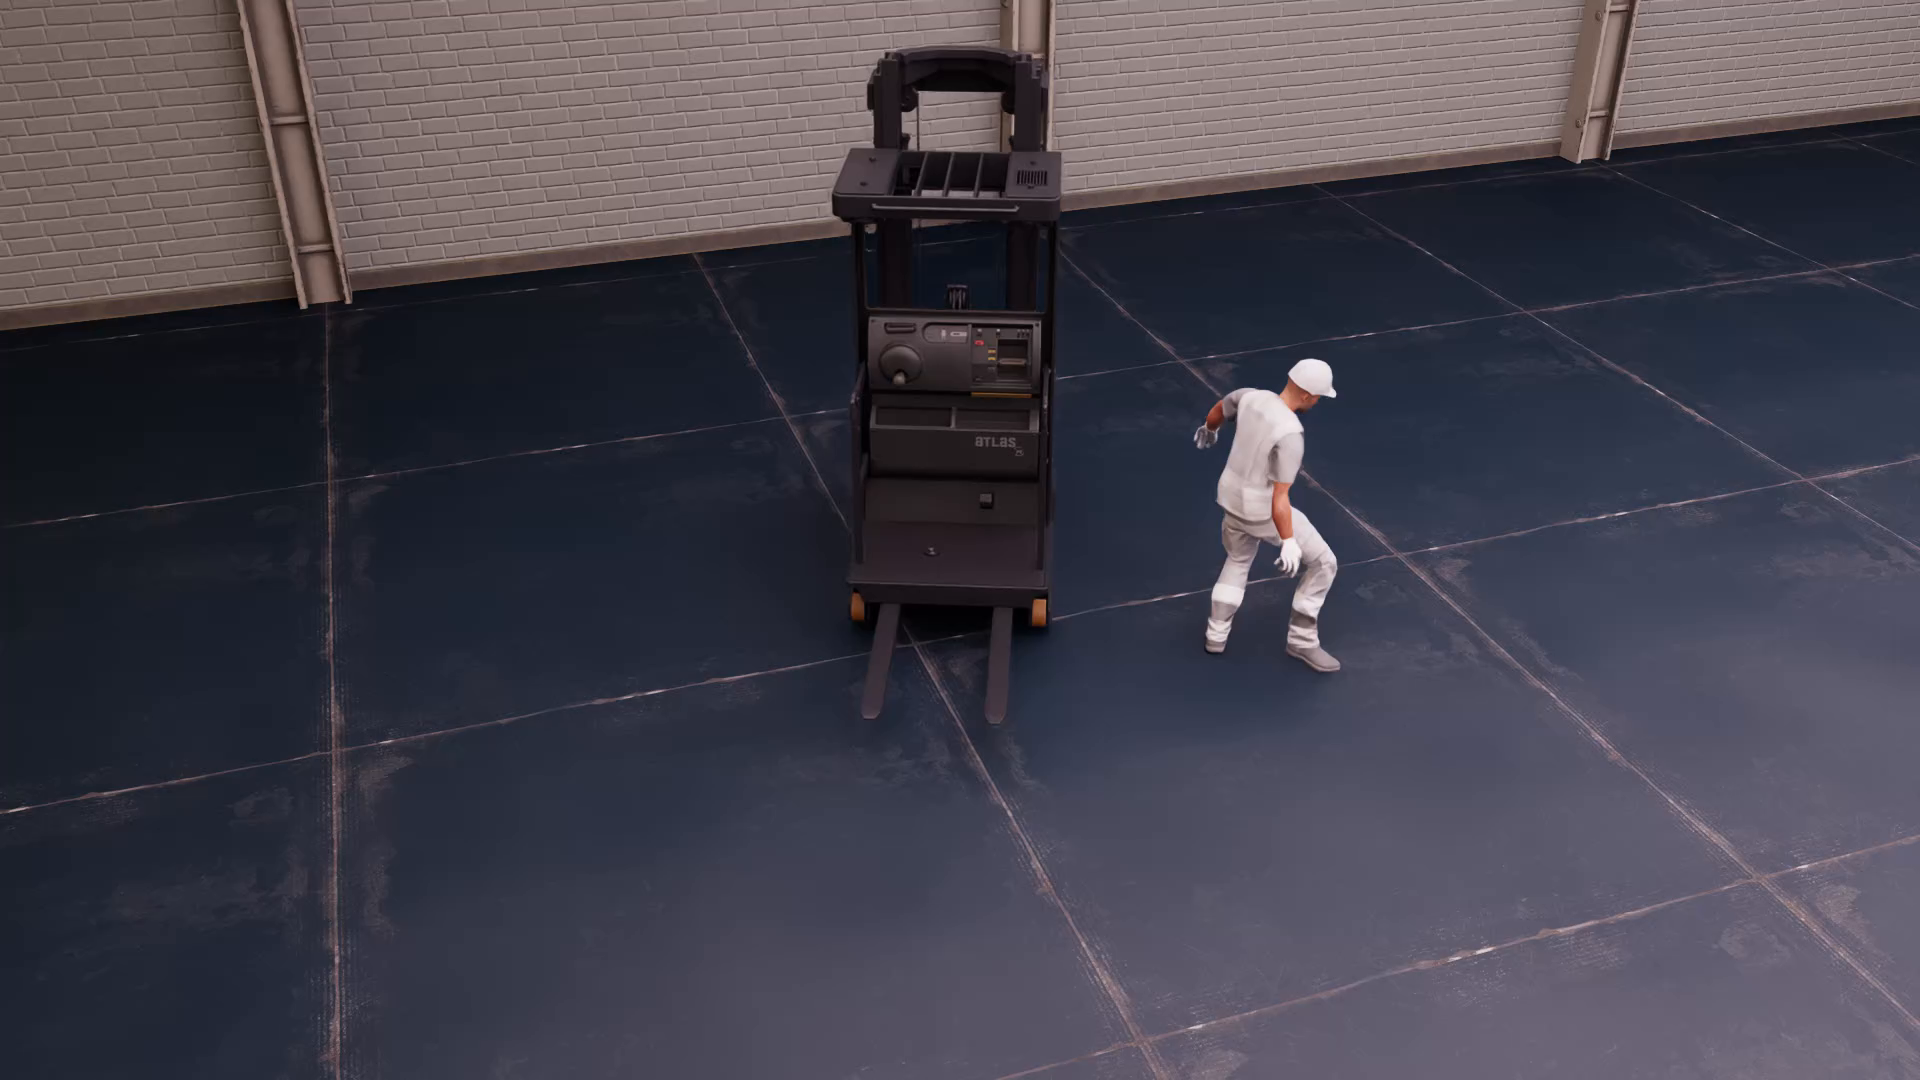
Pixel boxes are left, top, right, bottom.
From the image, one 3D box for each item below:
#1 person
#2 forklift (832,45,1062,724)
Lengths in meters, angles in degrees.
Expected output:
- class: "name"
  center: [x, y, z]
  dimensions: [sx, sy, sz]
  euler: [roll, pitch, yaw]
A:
- class: "person"
  center: [1.560, -0.185, 8.709]
  dimensions: [0.564, 1.709, 1.145]
  euler: [-15, 33, -24]
- class: "forklift"
  center: [-0.041, -0.954, 8.746]
  dimensions: [1.130, 2.935, 3.031]
  euler: [2, 30, 3]
